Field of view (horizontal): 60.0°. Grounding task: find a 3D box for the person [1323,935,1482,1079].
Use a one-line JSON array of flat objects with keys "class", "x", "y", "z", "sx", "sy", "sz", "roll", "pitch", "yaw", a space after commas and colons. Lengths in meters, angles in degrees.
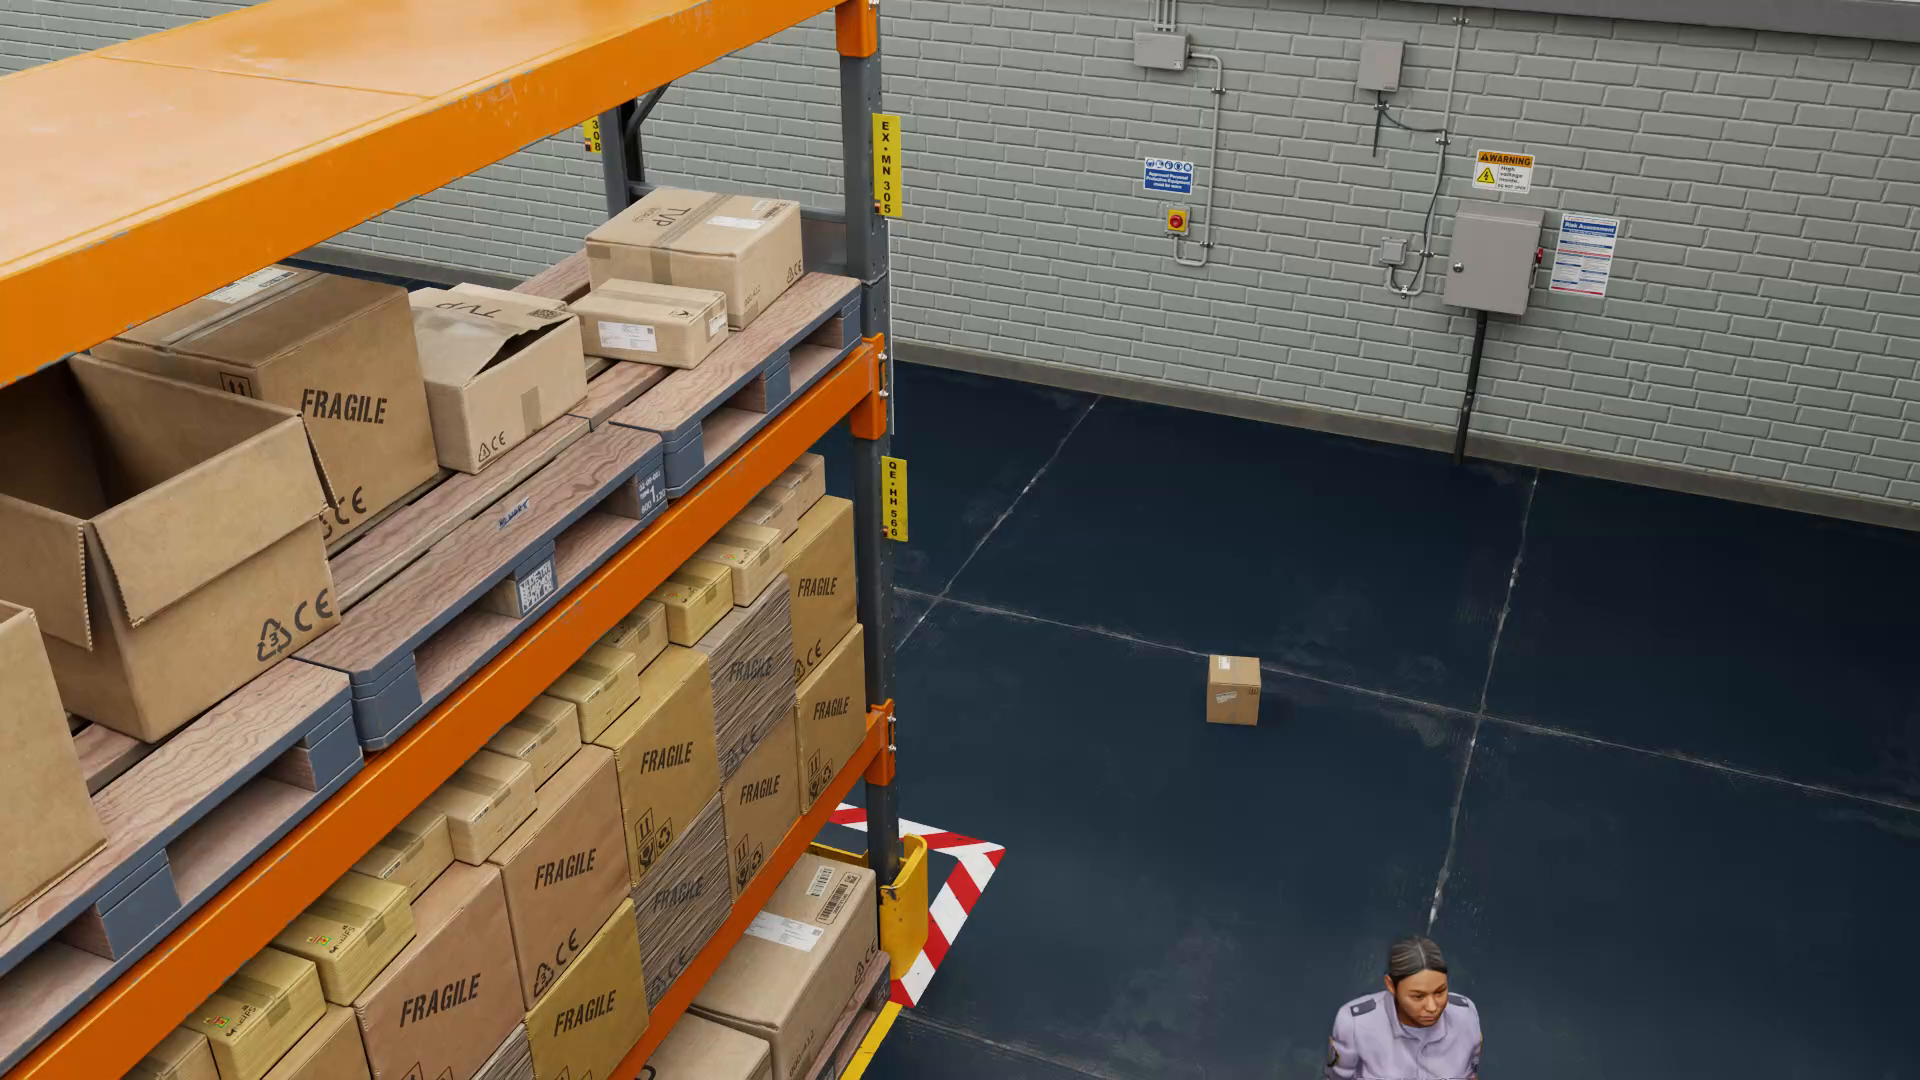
[{"class": "person", "x": 1.328, "y": 1.880, "z": 5.089, "sx": 0.482, "sy": 1.625, "sz": 0.470, "roll": -1, "pitch": 30, "yaw": -2}]
